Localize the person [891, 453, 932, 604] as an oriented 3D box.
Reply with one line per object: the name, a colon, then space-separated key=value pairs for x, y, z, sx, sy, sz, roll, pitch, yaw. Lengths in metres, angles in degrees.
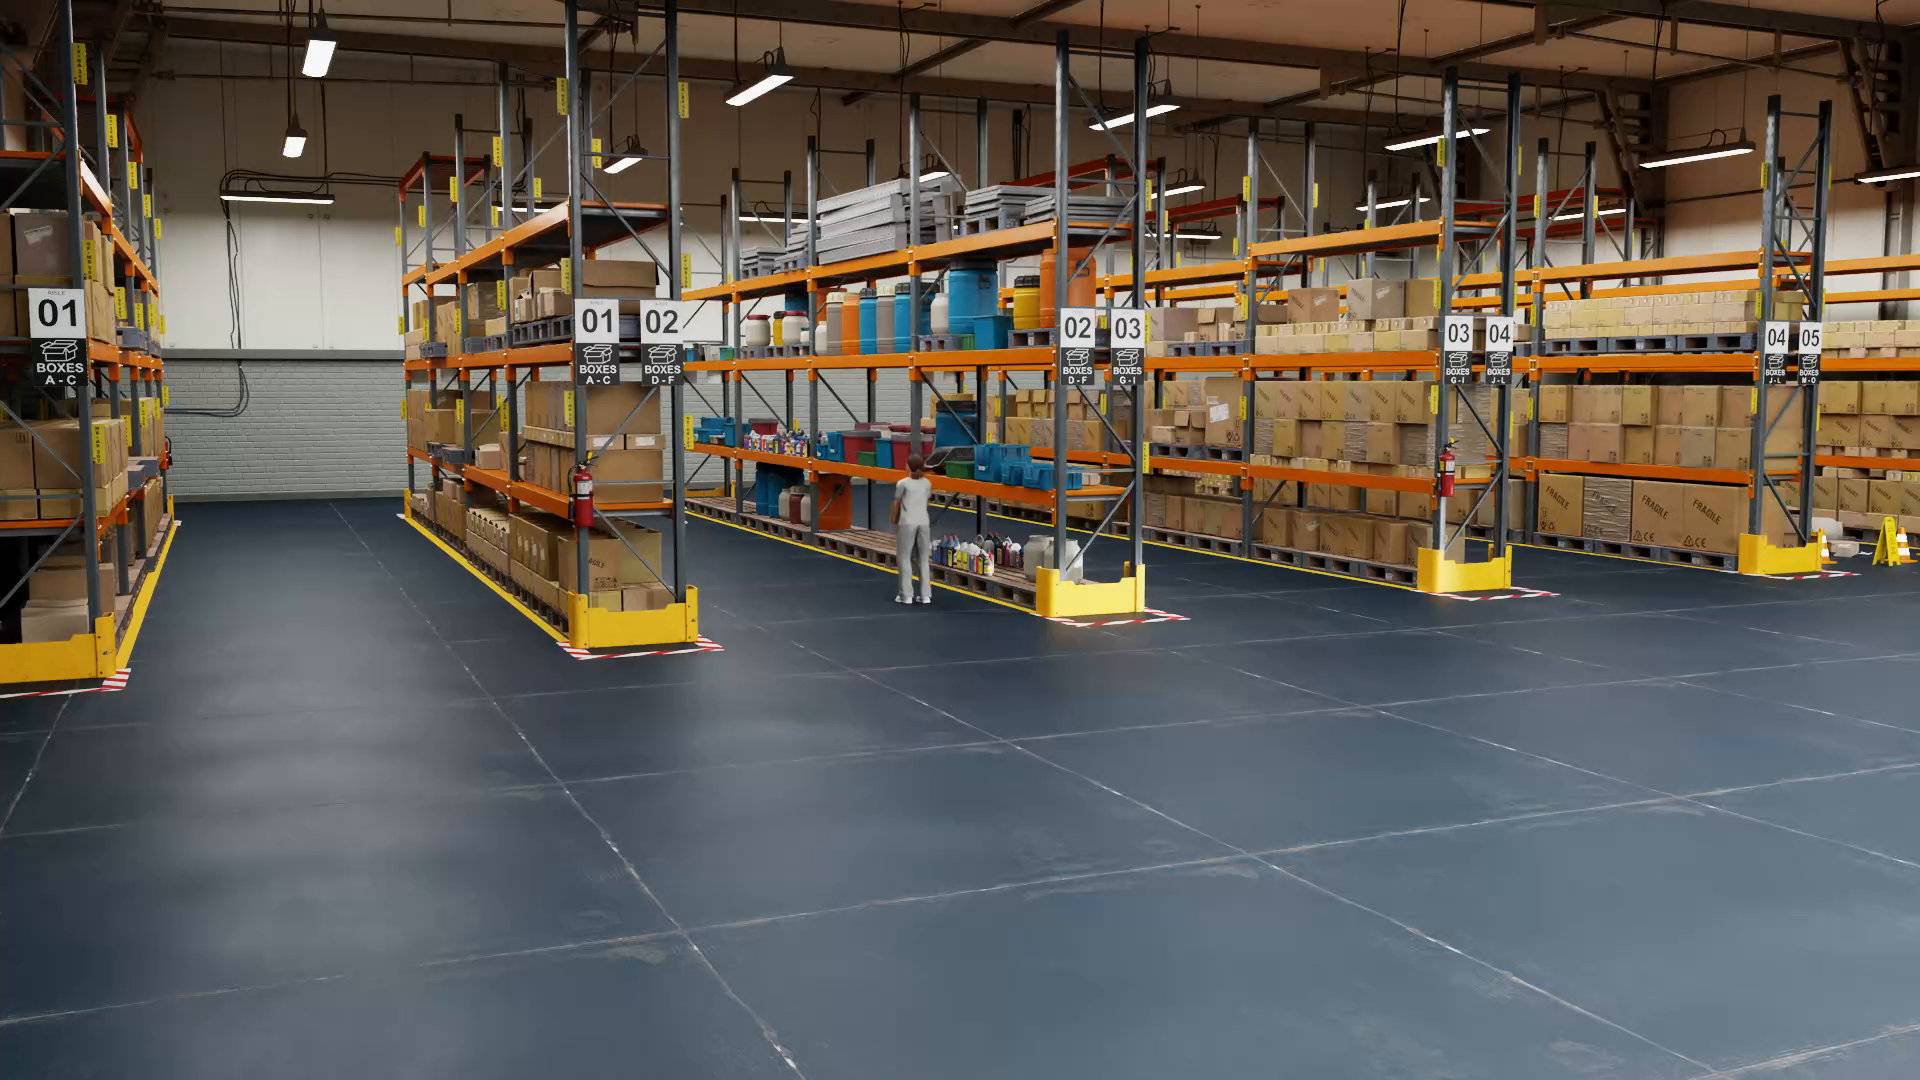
person: x=-0.539 y=-0.131 z=18.409 sx=0.434 sy=1.665 sz=0.548 roll=-2 pitch=6 yaw=-23
